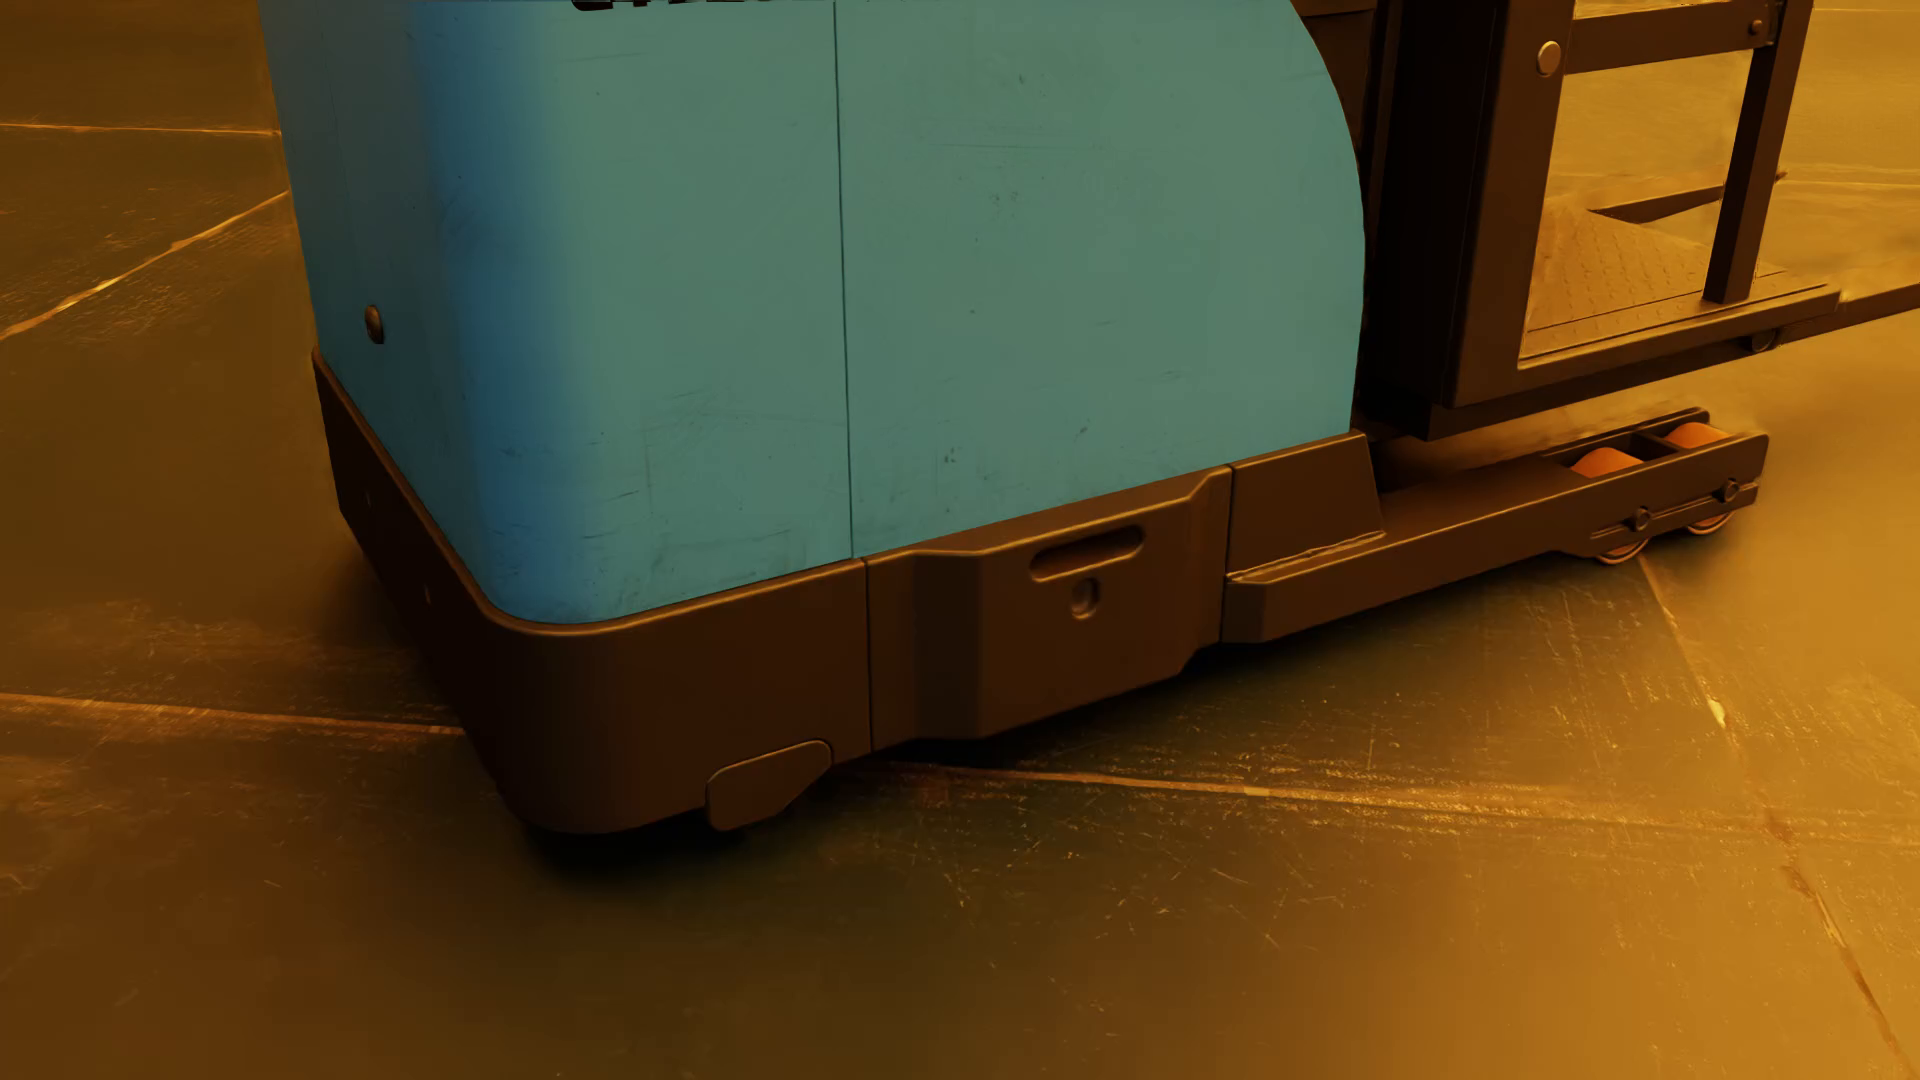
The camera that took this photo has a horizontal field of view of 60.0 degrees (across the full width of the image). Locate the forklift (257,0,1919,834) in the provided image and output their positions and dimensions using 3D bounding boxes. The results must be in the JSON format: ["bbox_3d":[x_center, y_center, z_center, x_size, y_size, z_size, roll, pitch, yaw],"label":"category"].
[{"bbox_3d":[0.621,-1.465,2.153,3.031,2.935,1.130,-15,30,-27],"label":"forklift"}]
